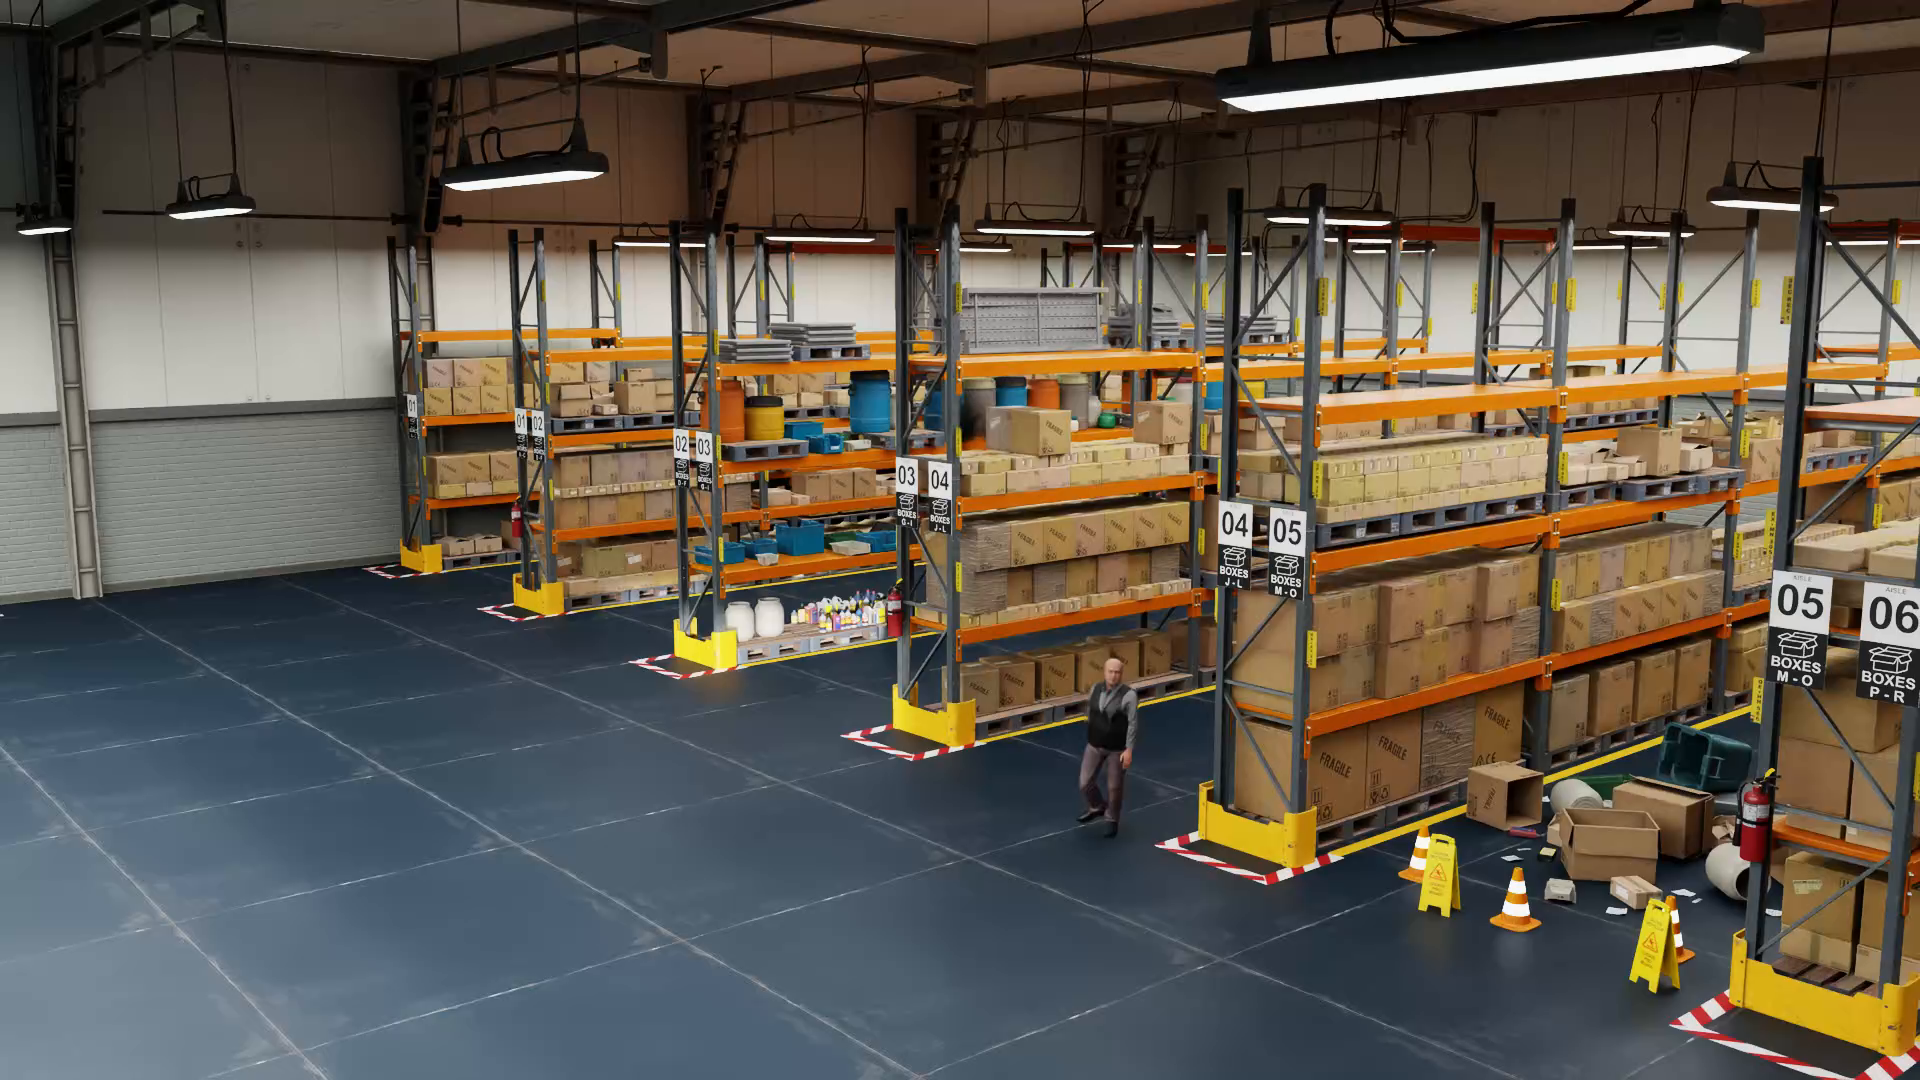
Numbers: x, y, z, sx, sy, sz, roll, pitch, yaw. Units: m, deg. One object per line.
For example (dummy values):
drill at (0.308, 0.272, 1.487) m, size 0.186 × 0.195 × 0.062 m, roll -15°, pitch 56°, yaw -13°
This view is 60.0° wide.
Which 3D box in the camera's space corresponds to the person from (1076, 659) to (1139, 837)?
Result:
person at (1.378, 1.939, 15.577) m, size 0.656 × 1.724 × 0.482 m, roll 5°, pitch 10°, yaw 28°

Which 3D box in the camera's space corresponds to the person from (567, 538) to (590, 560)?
person at (-6.711, -0.103, 28.909) m, size 0.642 × 1.705 × 0.636 m, roll 1°, pitch 9°, yaw 6°
